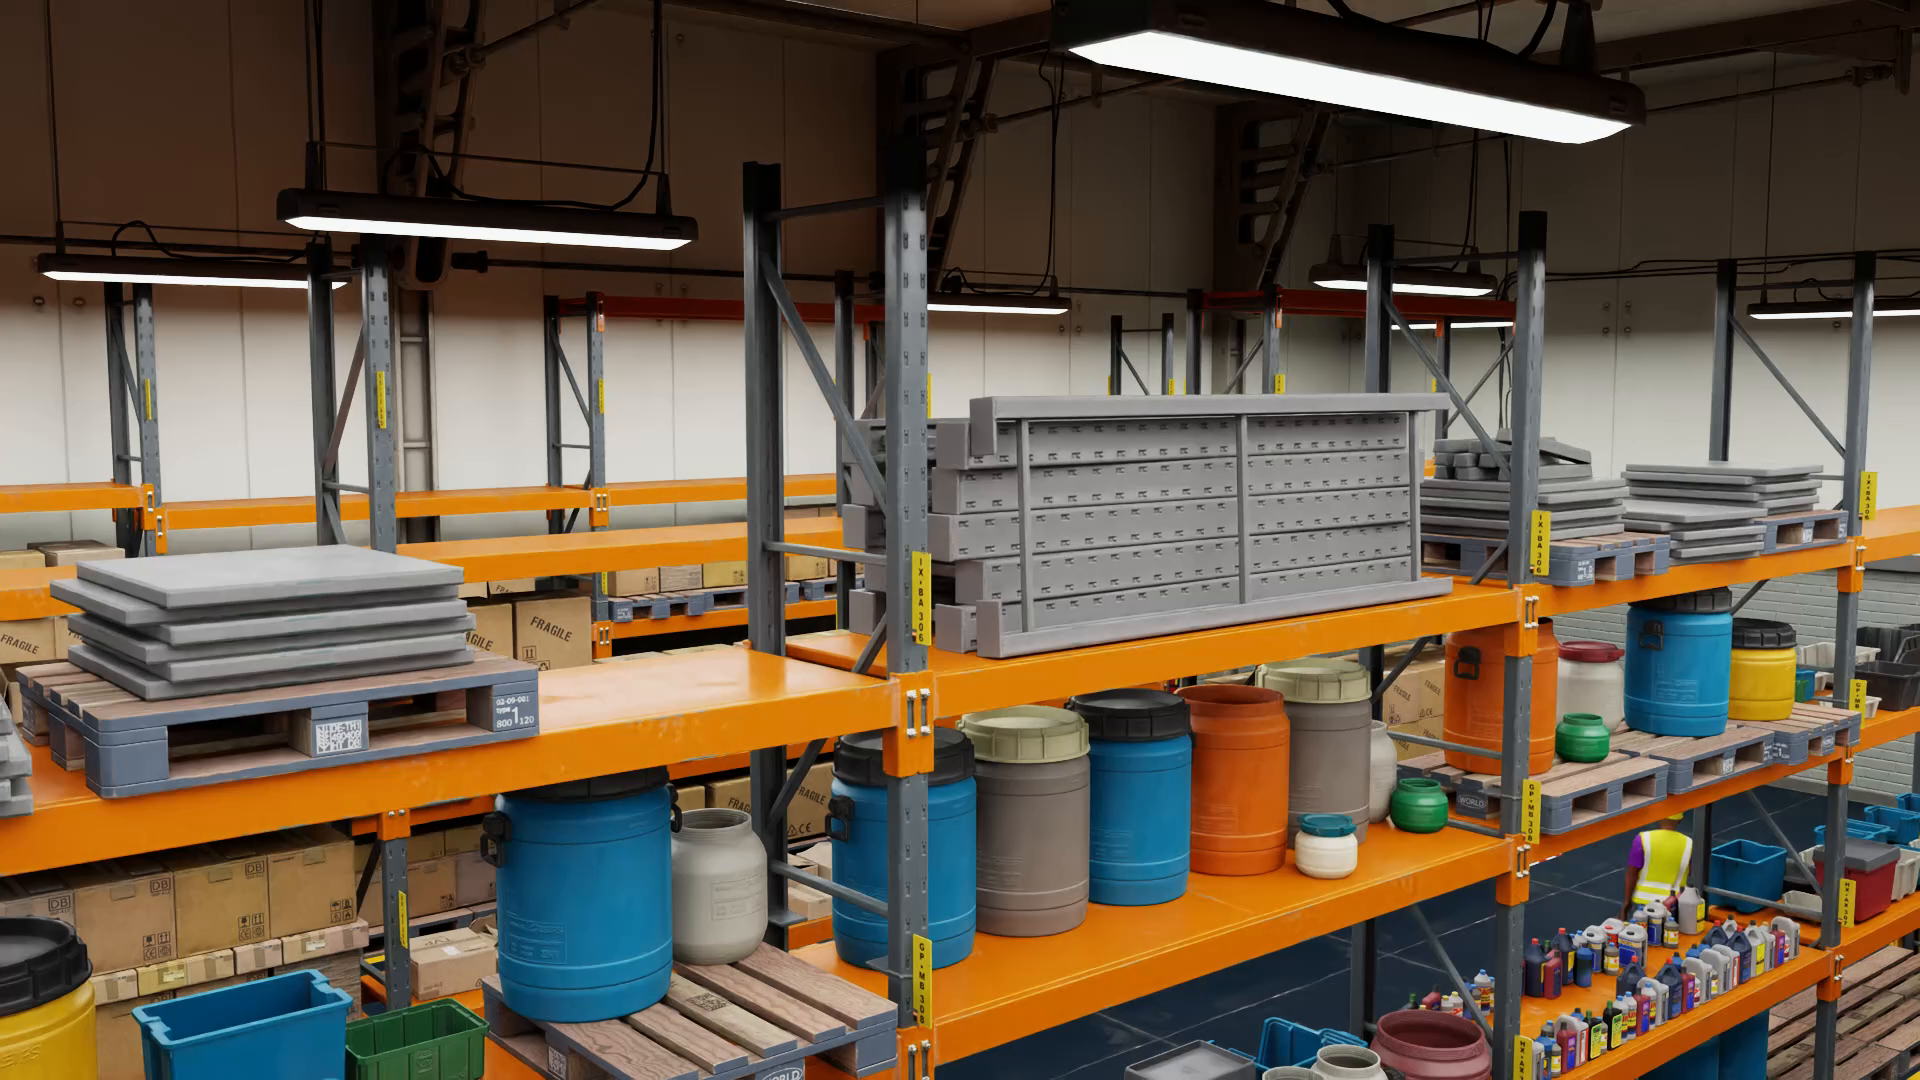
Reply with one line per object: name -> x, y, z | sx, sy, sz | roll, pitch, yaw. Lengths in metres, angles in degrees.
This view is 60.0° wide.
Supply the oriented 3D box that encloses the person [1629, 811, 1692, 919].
person -> 5.719, 2.982, 13.586 | 0.544, 1.757, 0.614 | 0, 6, 2
